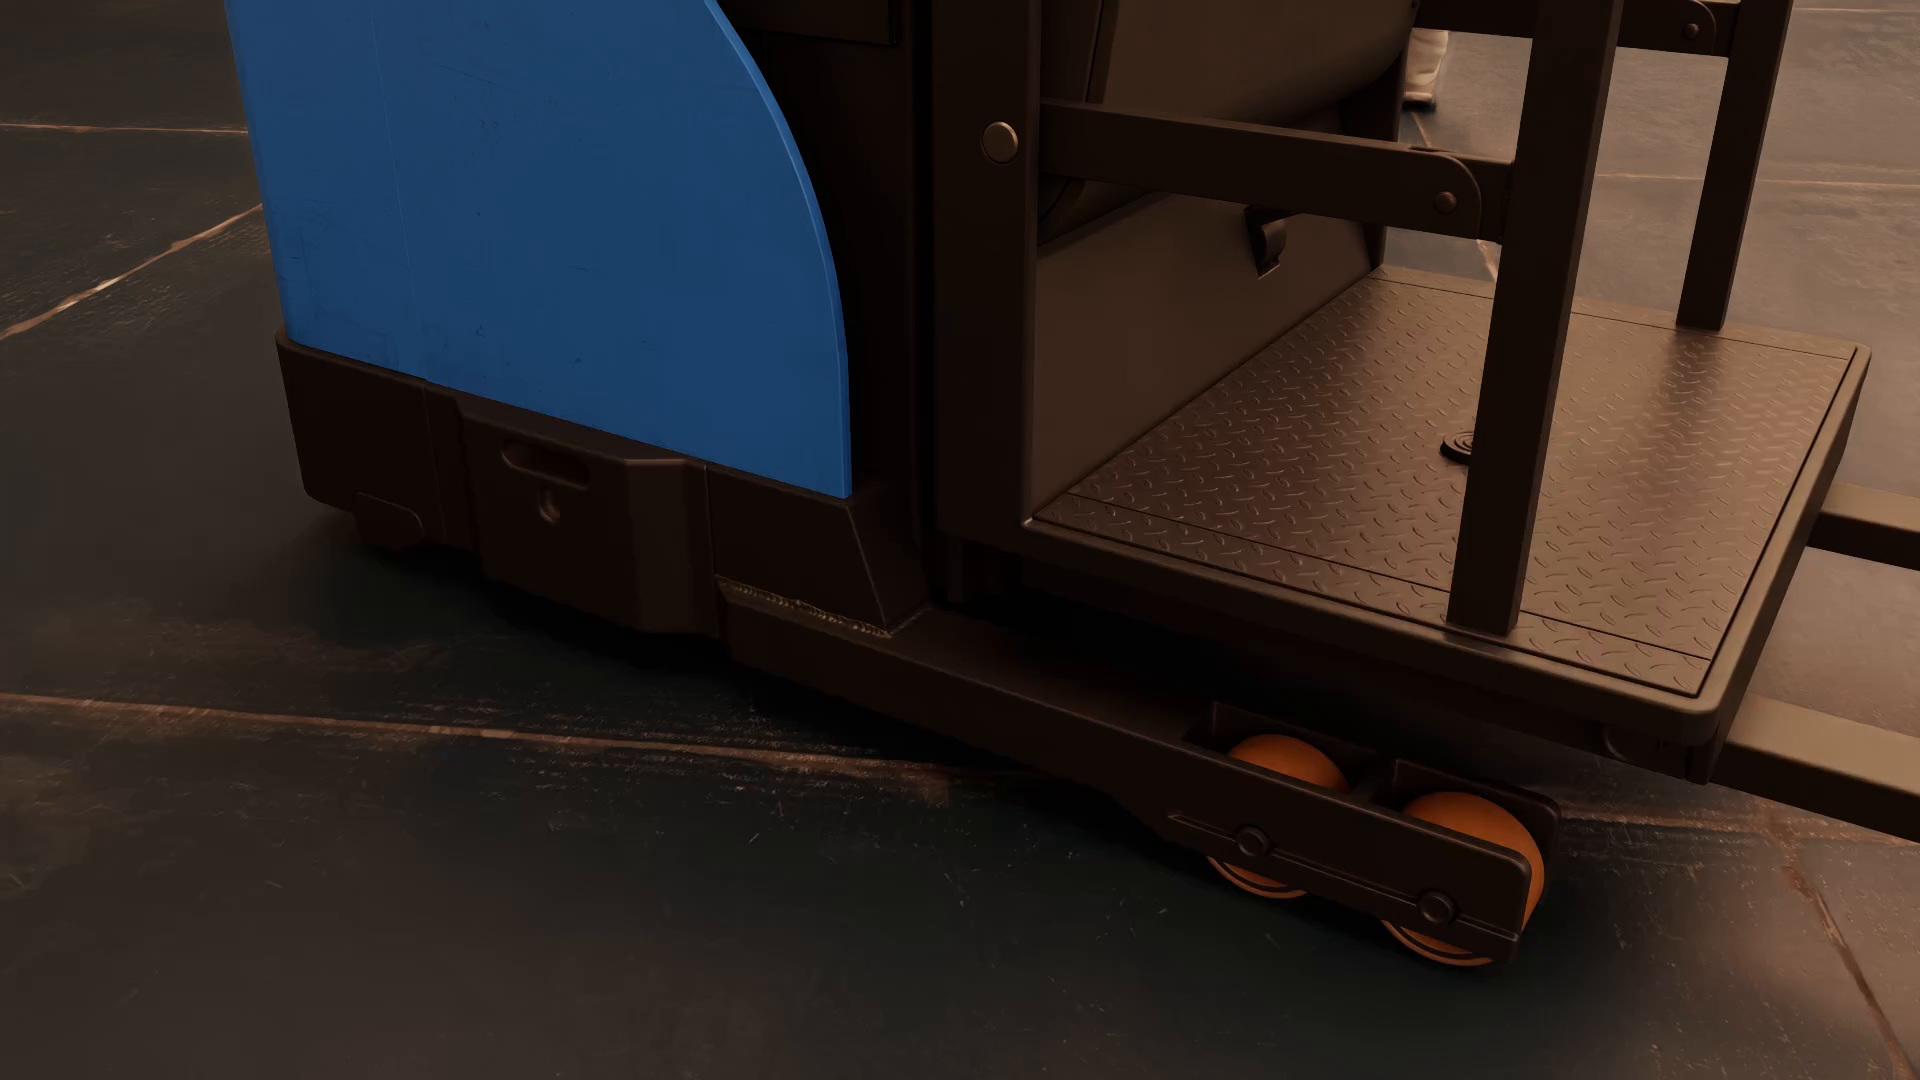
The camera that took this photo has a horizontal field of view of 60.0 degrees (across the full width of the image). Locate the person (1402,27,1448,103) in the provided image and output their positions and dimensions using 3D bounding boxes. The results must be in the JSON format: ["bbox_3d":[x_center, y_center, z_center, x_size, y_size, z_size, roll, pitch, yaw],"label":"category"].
[{"bbox_3d":[1.334,-2.074,4.784,1.011,1.756,0.699,1,27,3],"label":"person"}]

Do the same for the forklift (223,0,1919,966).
[{"bbox_3d":[0.525,-1.161,1.544,3.031,2.935,1.130,16,31,29],"label":"forklift"}]
